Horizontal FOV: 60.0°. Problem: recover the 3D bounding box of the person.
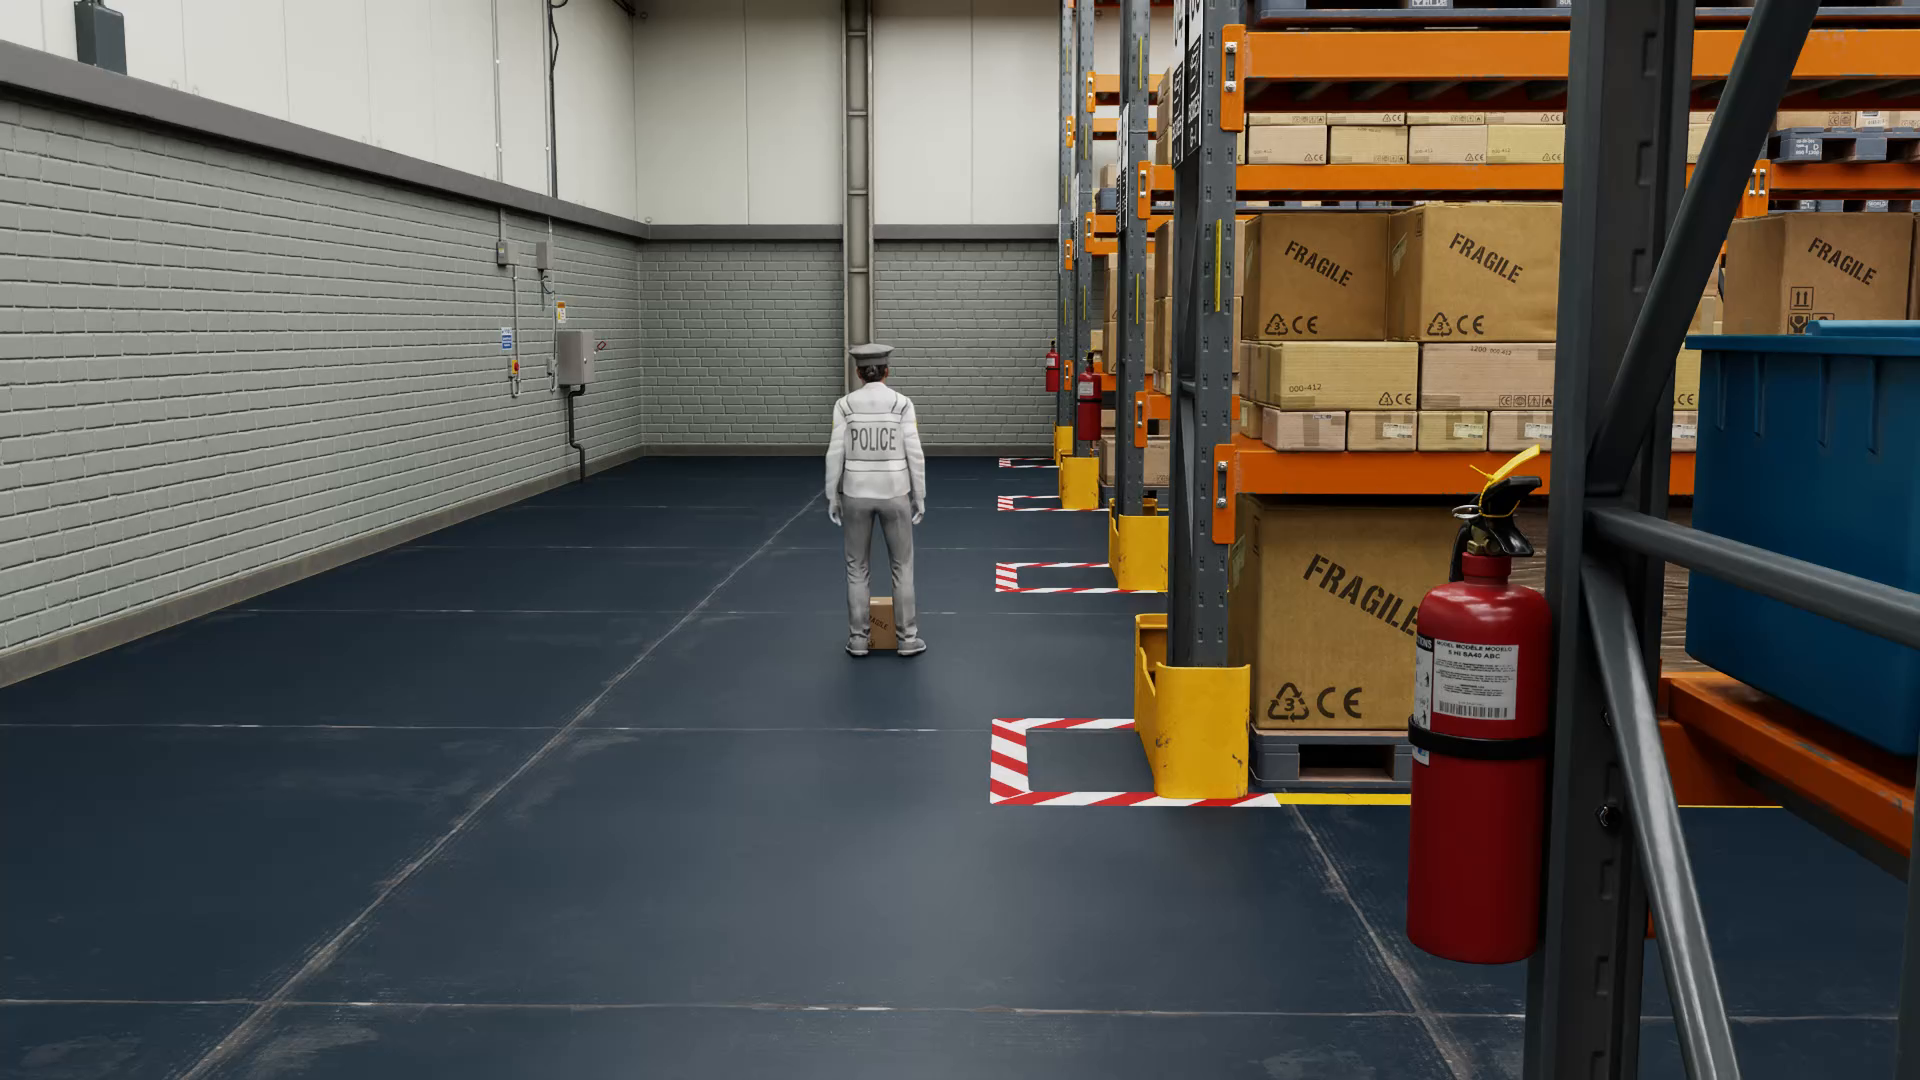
[{"bbox_3d":[-0.449,-0.211,8.900,0.535,1.663,0.379,0,7,0],"label":"person"}]
